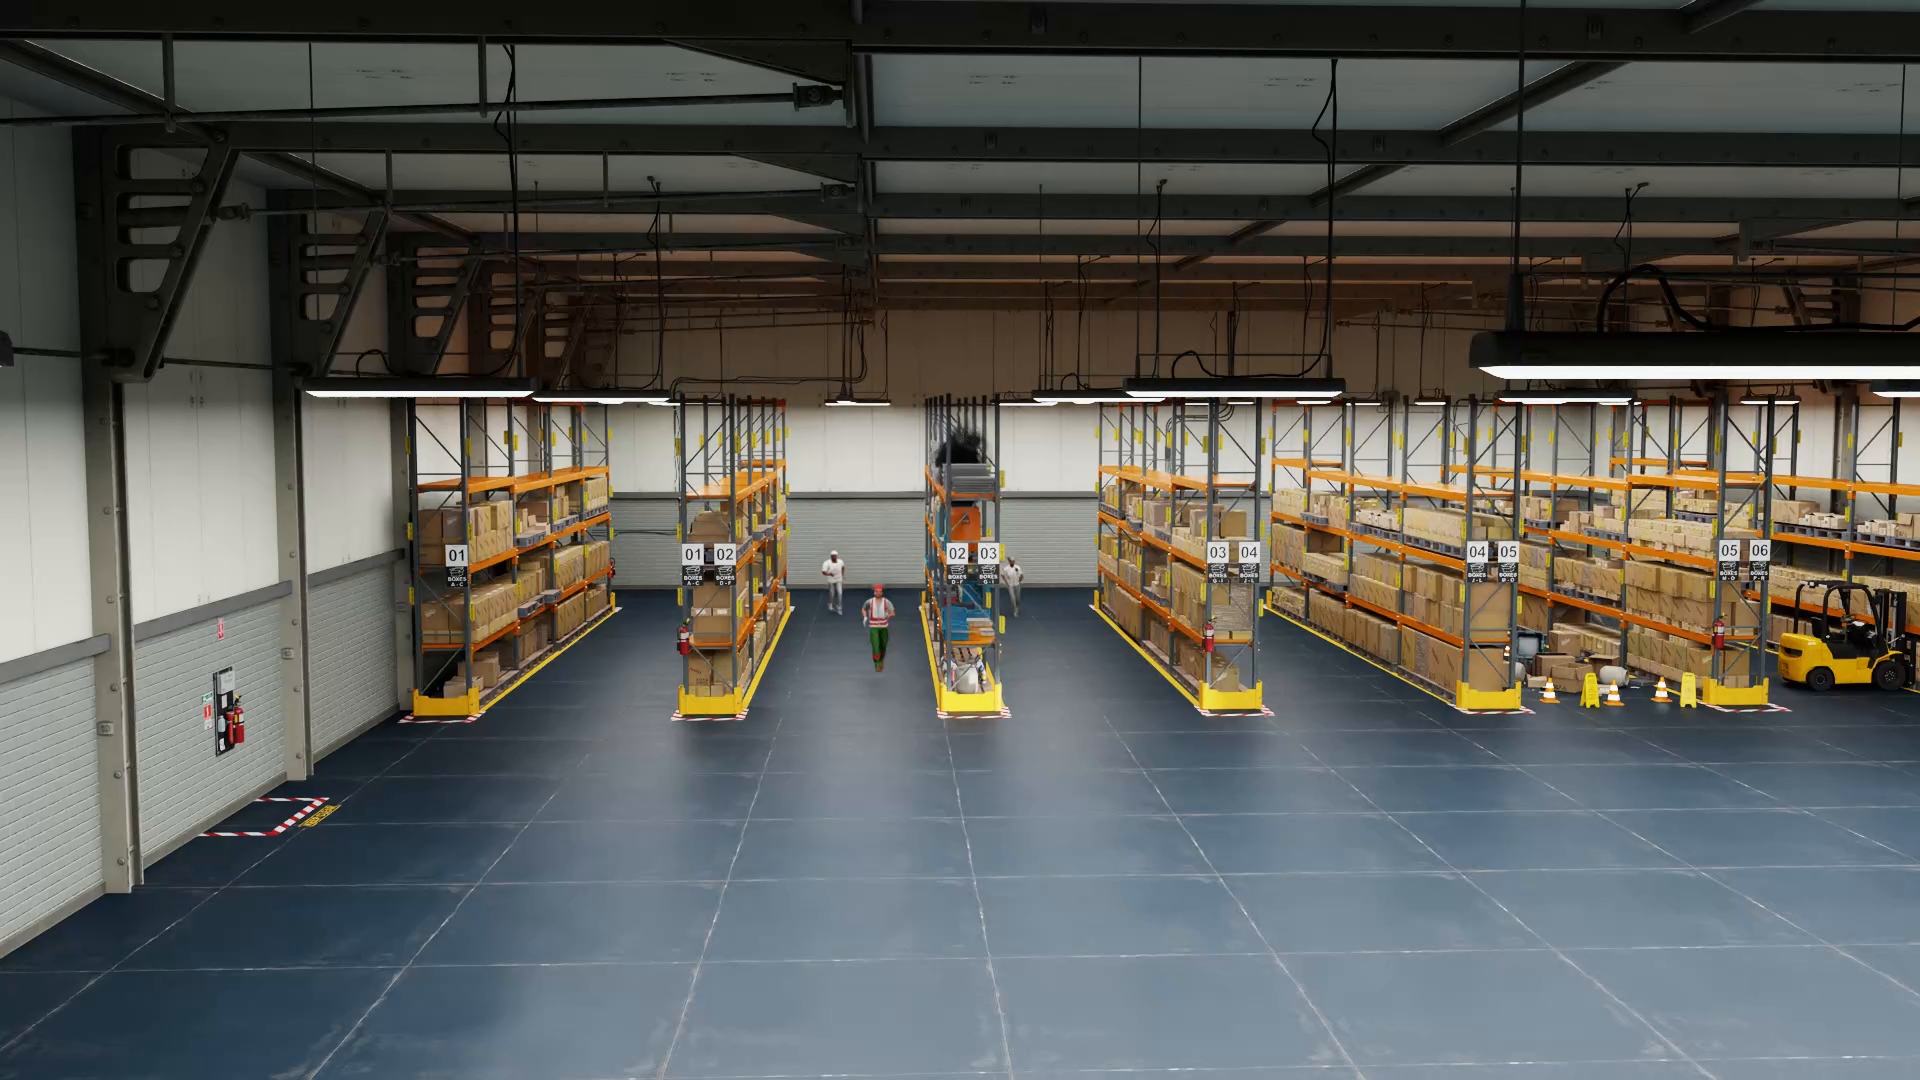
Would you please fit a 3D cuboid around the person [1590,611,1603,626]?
[{"bbox_3d":[16.246,1.523,42.405,0.676,1.694,0.865,-1,5,-8],"label":"person"}]

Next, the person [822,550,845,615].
[{"bbox_3d":[-3.528,1.177,46.484,0.668,1.792,0.946,-1,5,-16],"label":"person"}]

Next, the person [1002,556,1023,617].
[{"bbox_3d":[1.454,1.266,46.006,0.588,1.683,0.738,-1,5,-8],"label":"person"}]

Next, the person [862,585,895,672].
[{"bbox_3d":[-1.680,1.824,34.388,0.667,1.797,0.893,-1,5,-9],"label":"person"}]
